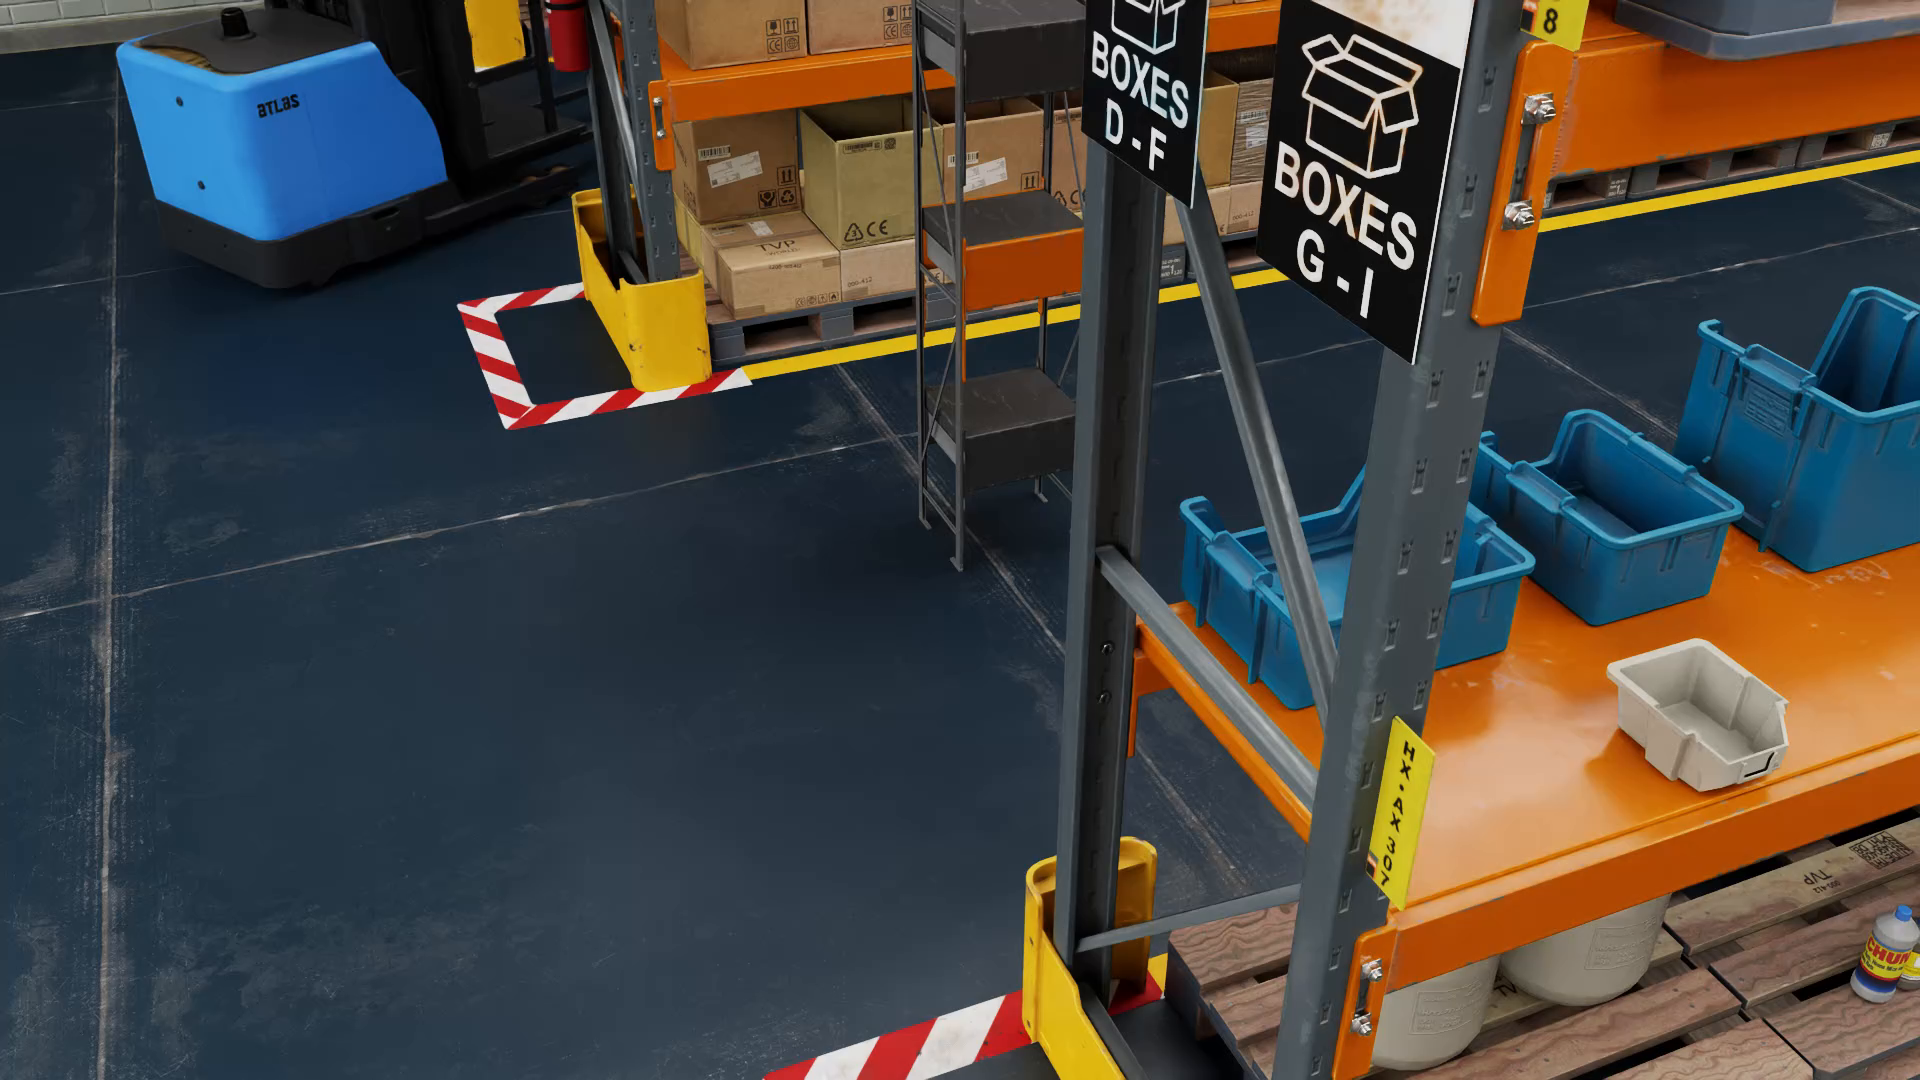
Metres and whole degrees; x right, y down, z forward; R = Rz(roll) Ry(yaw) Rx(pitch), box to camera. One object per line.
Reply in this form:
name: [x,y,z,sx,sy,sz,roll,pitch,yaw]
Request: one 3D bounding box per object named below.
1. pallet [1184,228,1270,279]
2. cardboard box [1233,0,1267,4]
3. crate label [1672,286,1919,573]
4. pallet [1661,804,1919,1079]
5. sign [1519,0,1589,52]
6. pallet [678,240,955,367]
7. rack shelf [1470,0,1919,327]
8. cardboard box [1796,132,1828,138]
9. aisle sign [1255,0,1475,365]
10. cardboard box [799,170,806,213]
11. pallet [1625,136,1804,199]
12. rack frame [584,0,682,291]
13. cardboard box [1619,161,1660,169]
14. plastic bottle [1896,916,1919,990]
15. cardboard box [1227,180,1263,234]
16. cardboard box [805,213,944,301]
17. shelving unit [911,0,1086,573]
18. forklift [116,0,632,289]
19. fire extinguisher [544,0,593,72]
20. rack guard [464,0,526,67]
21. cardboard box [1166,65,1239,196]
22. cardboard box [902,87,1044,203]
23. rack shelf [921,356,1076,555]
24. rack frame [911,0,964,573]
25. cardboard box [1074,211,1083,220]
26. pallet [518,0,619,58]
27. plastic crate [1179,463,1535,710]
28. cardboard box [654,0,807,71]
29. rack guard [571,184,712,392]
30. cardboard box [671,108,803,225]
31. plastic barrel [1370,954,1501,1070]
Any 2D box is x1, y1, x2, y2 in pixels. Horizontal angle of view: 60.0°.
pallet: [1.499,-1.754,8.751,1.213,0.211,1.003,-13,35,-19]
cardboard box: [1.358,-2.900,7.864,0.500,0.500,0.700,-13,35,-19]
crate label: [2.066,-0.272,3.886,0.616,0.435,0.502,-13,35,-19]
pallet: [2.400,0.972,4.563,1.213,0.211,1.003,-13,35,-19]
sign: [0.683,-0.716,1.842,0.005,0.325,0.100,-13,35,-19]
pallet: [-0.751,-1.238,7.960,1.213,0.211,1.003,-13,35,-19]
rack shelf: [2.318,-1.111,3.116,4.000,0.370,1.077,-13,35,-19]
cardboard box: [4.607,-2.488,9.460,0.500,0.250,0.500,-12,35,-18]
aisle sign: [0.521,-0.660,2.130,0.004,0.787,0.394,-13,35,-19]
cardboard box: [-0.604,-1.621,8.128,0.500,0.250,0.500,-13,35,-19]
pallet: [4.039,-2.335,9.645,1.213,0.211,1.003,-13,35,-19]
rack frame: [-1.440,-2.225,6.919,0.127,3.000,1.000,-13,35,-19]
cardboard box: [3.664,-2.271,9.126,0.500,0.250,0.500,-14,36,-20]
plastic bottle: [2.362,1.008,4.113,0.097,0.201,0.097,0,33,0]
cardboard box: [1.440,-1.784,8.378,0.500,0.250,0.500,-13,35,-19]
cardboard box: [-0.400,-1.357,7.721,0.500,0.250,0.500,-13,35,-19]
shelving unit: [0.153,-0.915,5.731,0.503,2.100,0.431,-13,35,-19]
forklift: [-2.754,-3.177,8.445,1.130,2.935,3.031,23,39,31]
fire extinguisher: [-1.729,-2.401,7.260,0.183,0.674,0.296,-13,35,-19]
rack guard: [-3.291,-3.683,11.452,0.348,0.500,1.175,-13,35,-19]
cardboard box: [0.980,-1.992,8.010,0.500,0.500,0.500,-13,35,-19]
cardboard box: [0.057,-1.782,7.687,0.500,0.500,0.500,-13,35,-19]
rack shelf: [0.153,-0.317,6.120,0.480,0.518,0.431,-13,35,-19]
rack frame: [-0.072,-0.864,5.652,0.015,2.100,0.400,-13,35,-19]
cardboard box: [0.524,-1.565,8.041,0.500,0.250,0.500,-13,35,-19]
pallet: [-2.528,-3.716,11.767,1.213,0.211,1.003,-13,35,-19]
plastic crate: [0.820,0.073,3.523,0.616,0.251,0.499,-13,35,-19]
cardboard box: [-1.005,-2.359,7.033,0.500,0.500,0.700,-13,35,-19]
rack guard: [-1.462,-1.172,7.592,0.348,0.500,1.175,-13,35,-19]
cardboard box: [-1.061,-1.825,7.753,0.500,0.500,0.500,-13,35,-19]
plastic barrel: [1.051,0.956,3.926,0.421,0.512,0.421,0,33,0]
